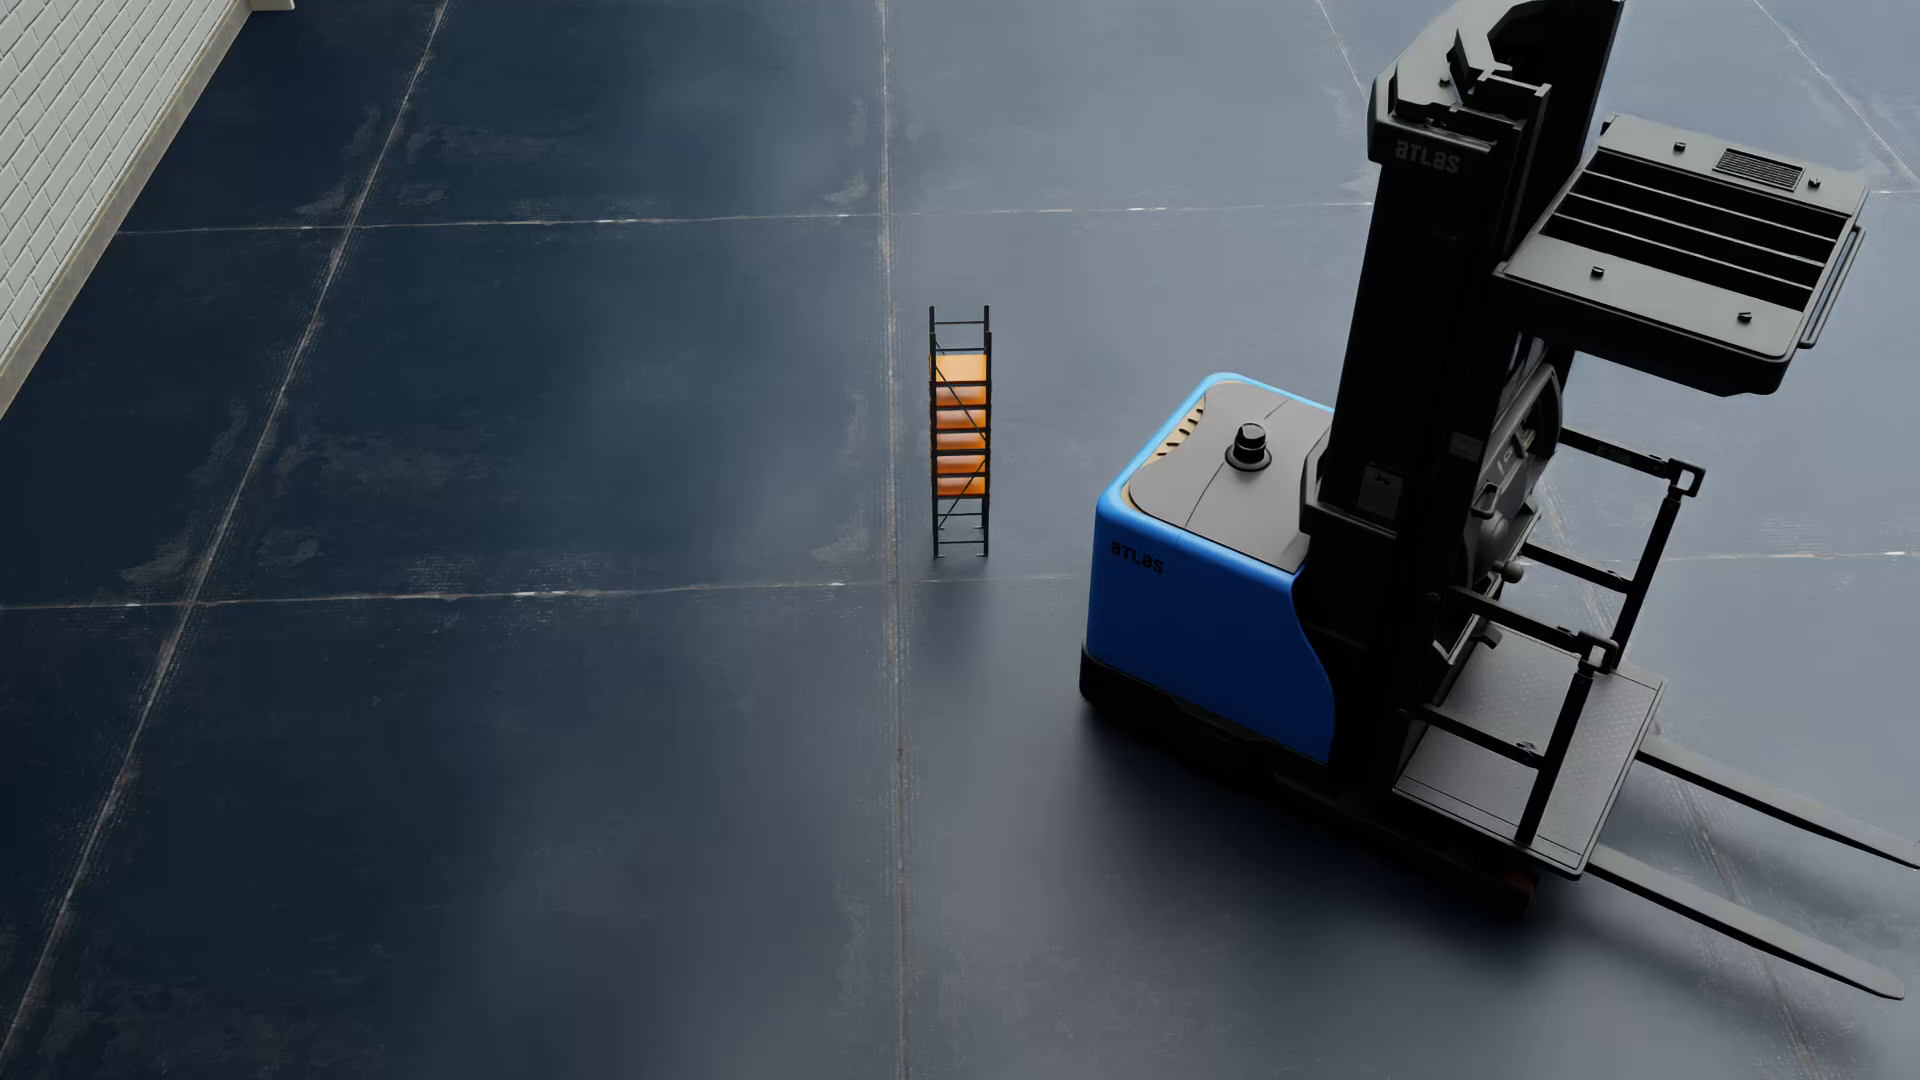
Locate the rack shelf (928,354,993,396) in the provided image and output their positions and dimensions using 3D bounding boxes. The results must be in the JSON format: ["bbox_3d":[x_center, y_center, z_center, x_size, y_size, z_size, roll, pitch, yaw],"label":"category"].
[{"bbox_3d":[0.001,-0.665,6.770,0.258,0.103,0.180,-2,43,-2],"label":"rack shelf"}]

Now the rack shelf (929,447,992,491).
[{"bbox_3d":[0.001,-0.311,7.095,0.258,0.103,0.180,-2,43,-2],"label":"rack shelf"}]

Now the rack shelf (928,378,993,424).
[{"bbox_3d":[0.001,-0.577,6.851,0.258,0.103,0.180,-2,43,-2],"label":"rack shelf"}]

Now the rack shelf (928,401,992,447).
[{"bbox_3d":[0.001,-0.488,6.933,0.258,0.103,0.180,-2,43,-2],"label":"rack shelf"}]

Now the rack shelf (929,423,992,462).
[{"bbox_3d":[0.001,-0.400,7.014,0.258,0.103,0.180,-2,43,-2],"label":"rack shelf"}]

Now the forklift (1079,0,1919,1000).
[{"bbox_3d":[1.992,-0.159,5.404,3.031,2.935,1.130,24,48,24],"label":"forklift"}]

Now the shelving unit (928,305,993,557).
[{"bbox_3d":[0.001,-0.433,6.984,0.258,1.200,0.189,-2,43,-2],"label":"shelving unit"}]

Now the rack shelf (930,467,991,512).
[{"bbox_3d":[0.001,-0.223,7.176,0.258,0.103,0.180,-2,43,-2],"label":"rack shelf"}]

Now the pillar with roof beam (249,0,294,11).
[{"bbox_3d":[-0.416,-7.188,8.582,9.100,9.000,0.400,-2,43,-2],"label":"pillar with roof beam"}]

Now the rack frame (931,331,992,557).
[{"bbox_3d":[0.005,-0.371,6.916,0.240,1.200,0.006,-2,43,-2],"label":"rack frame"}]

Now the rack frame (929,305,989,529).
[{"bbox_3d":[-0.003,-0.494,7.051,0.240,1.200,0.006,-2,43,-2],"label":"rack frame"}]
